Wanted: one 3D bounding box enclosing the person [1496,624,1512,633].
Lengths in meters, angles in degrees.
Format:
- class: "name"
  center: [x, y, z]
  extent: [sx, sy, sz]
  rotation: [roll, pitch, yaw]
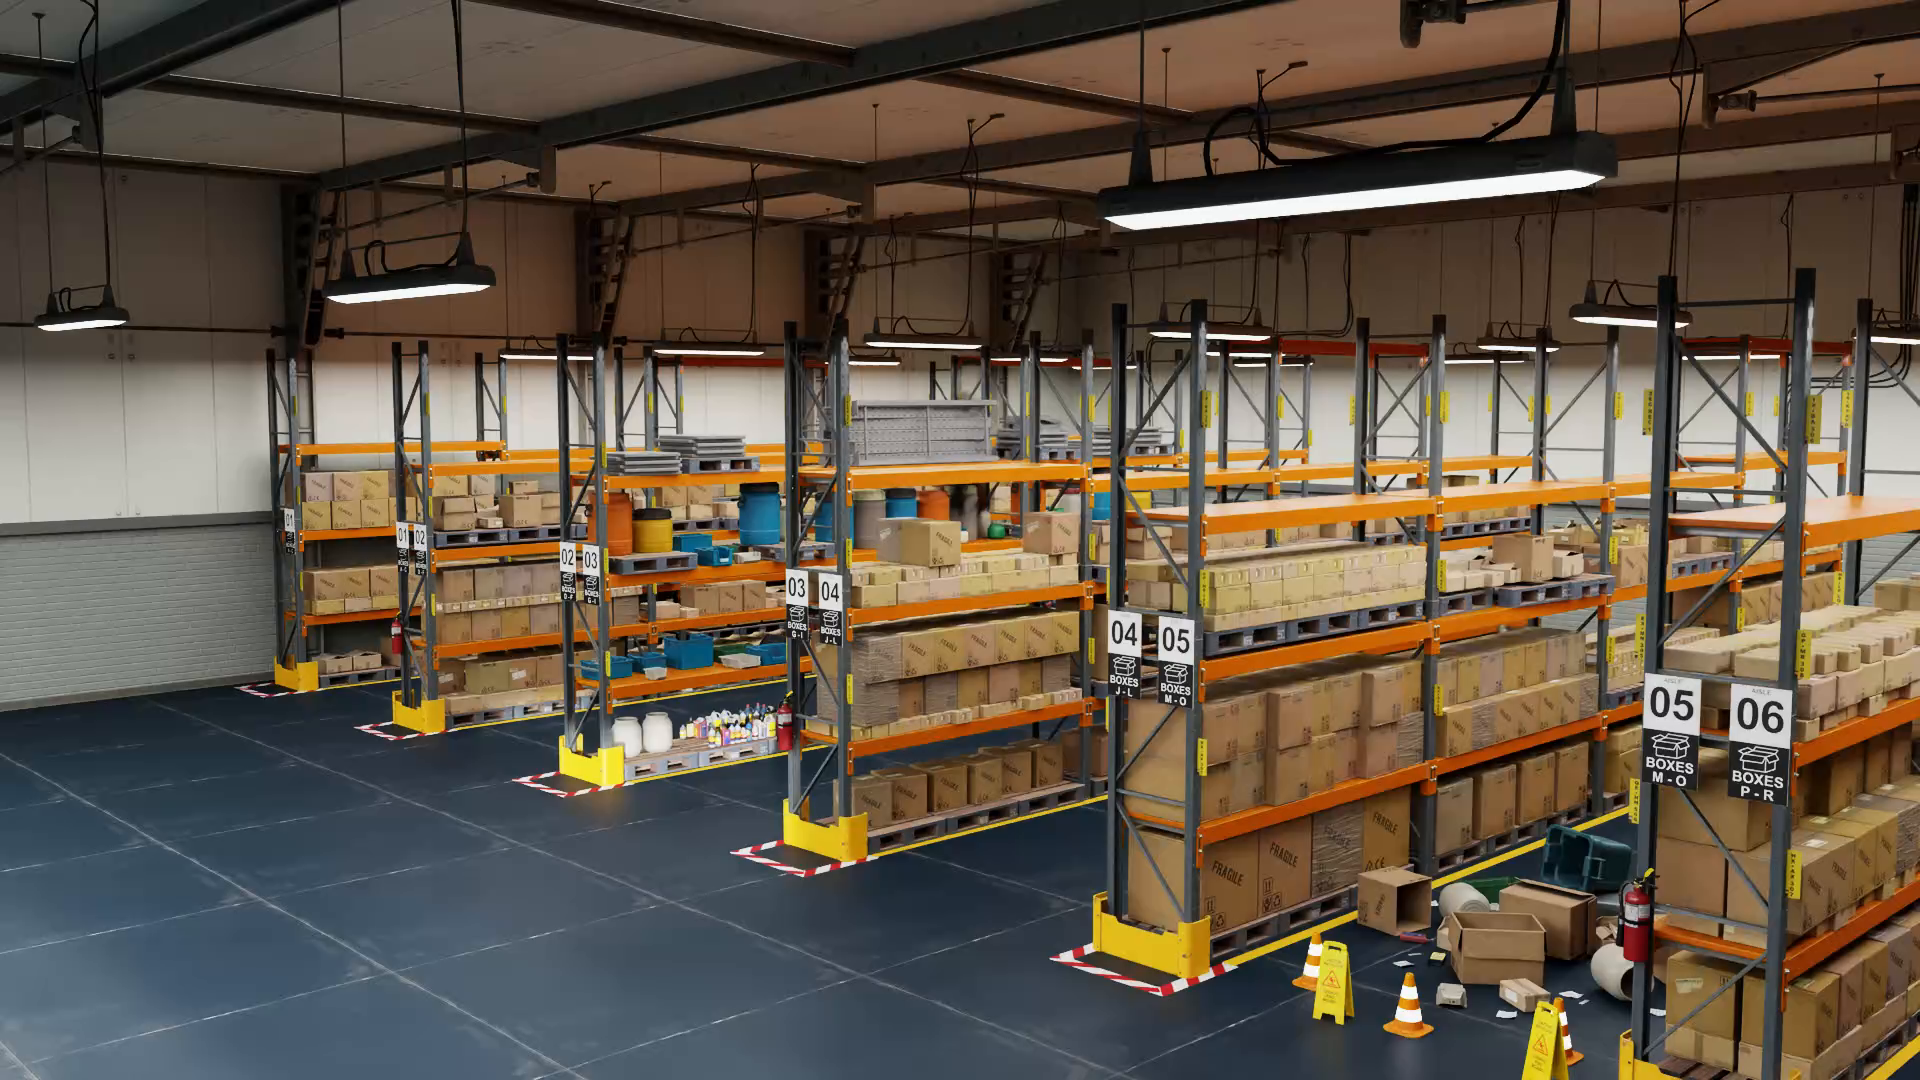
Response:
- class: "person"
  center: [8.234, 2.127, 25.412]
  extent: [0.564, 1.715, 0.694]
  rotation: [3, 6, 35]
